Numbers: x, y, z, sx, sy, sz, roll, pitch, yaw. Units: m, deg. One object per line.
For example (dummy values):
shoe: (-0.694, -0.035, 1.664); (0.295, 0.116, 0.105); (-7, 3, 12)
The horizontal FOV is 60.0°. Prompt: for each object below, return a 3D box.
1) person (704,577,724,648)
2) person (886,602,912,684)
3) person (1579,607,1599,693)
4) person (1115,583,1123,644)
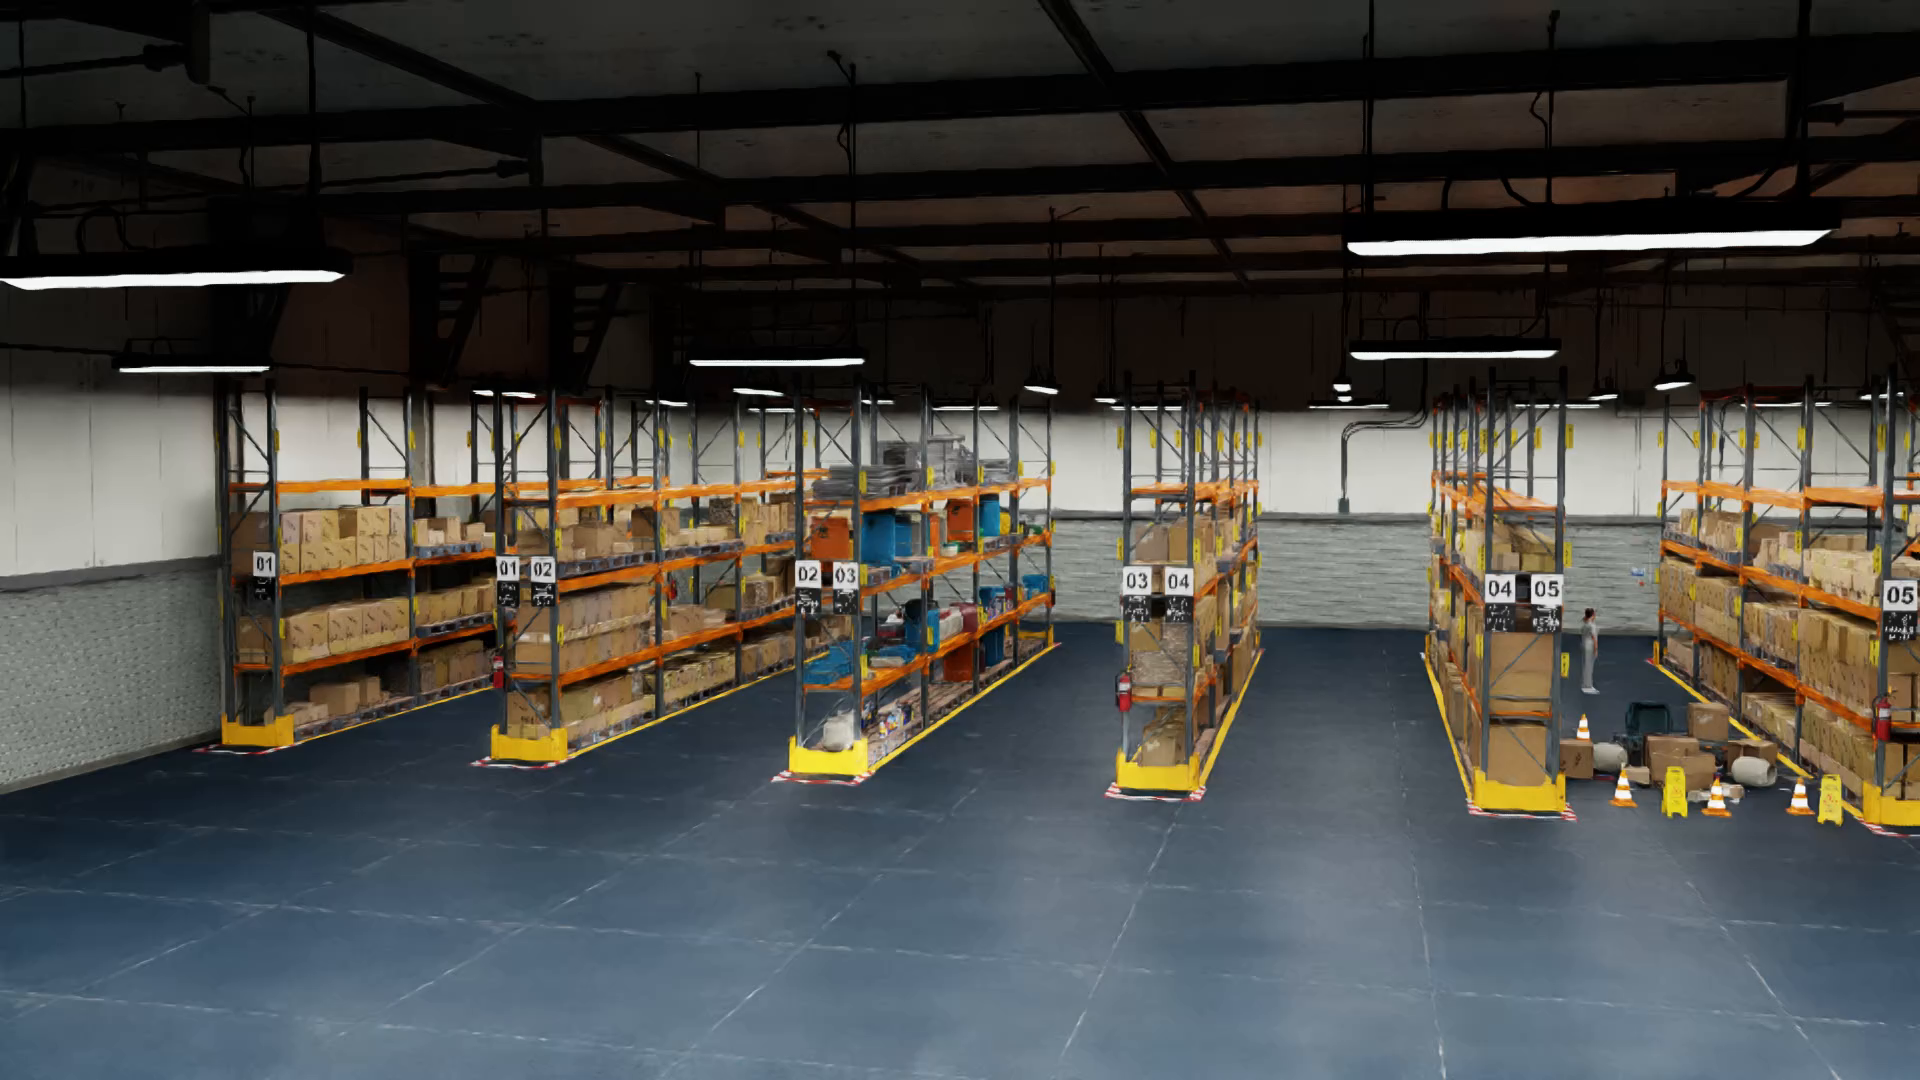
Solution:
person: (-5.750, 1.738, 39.947); (0.588, 1.700, 1.193); (1, 3, 11)
person: (-1.226, 2.103, 34.134); (0.682, 1.715, 0.542); (1, 4, 12)
person: (12.498, 2.167, 32.989); (0.390, 1.677, 0.544); (-1, 3, -10)
person: (4.096, 1.657, 40.782); (0.479, 1.788, 0.645); (3, 4, 39)
